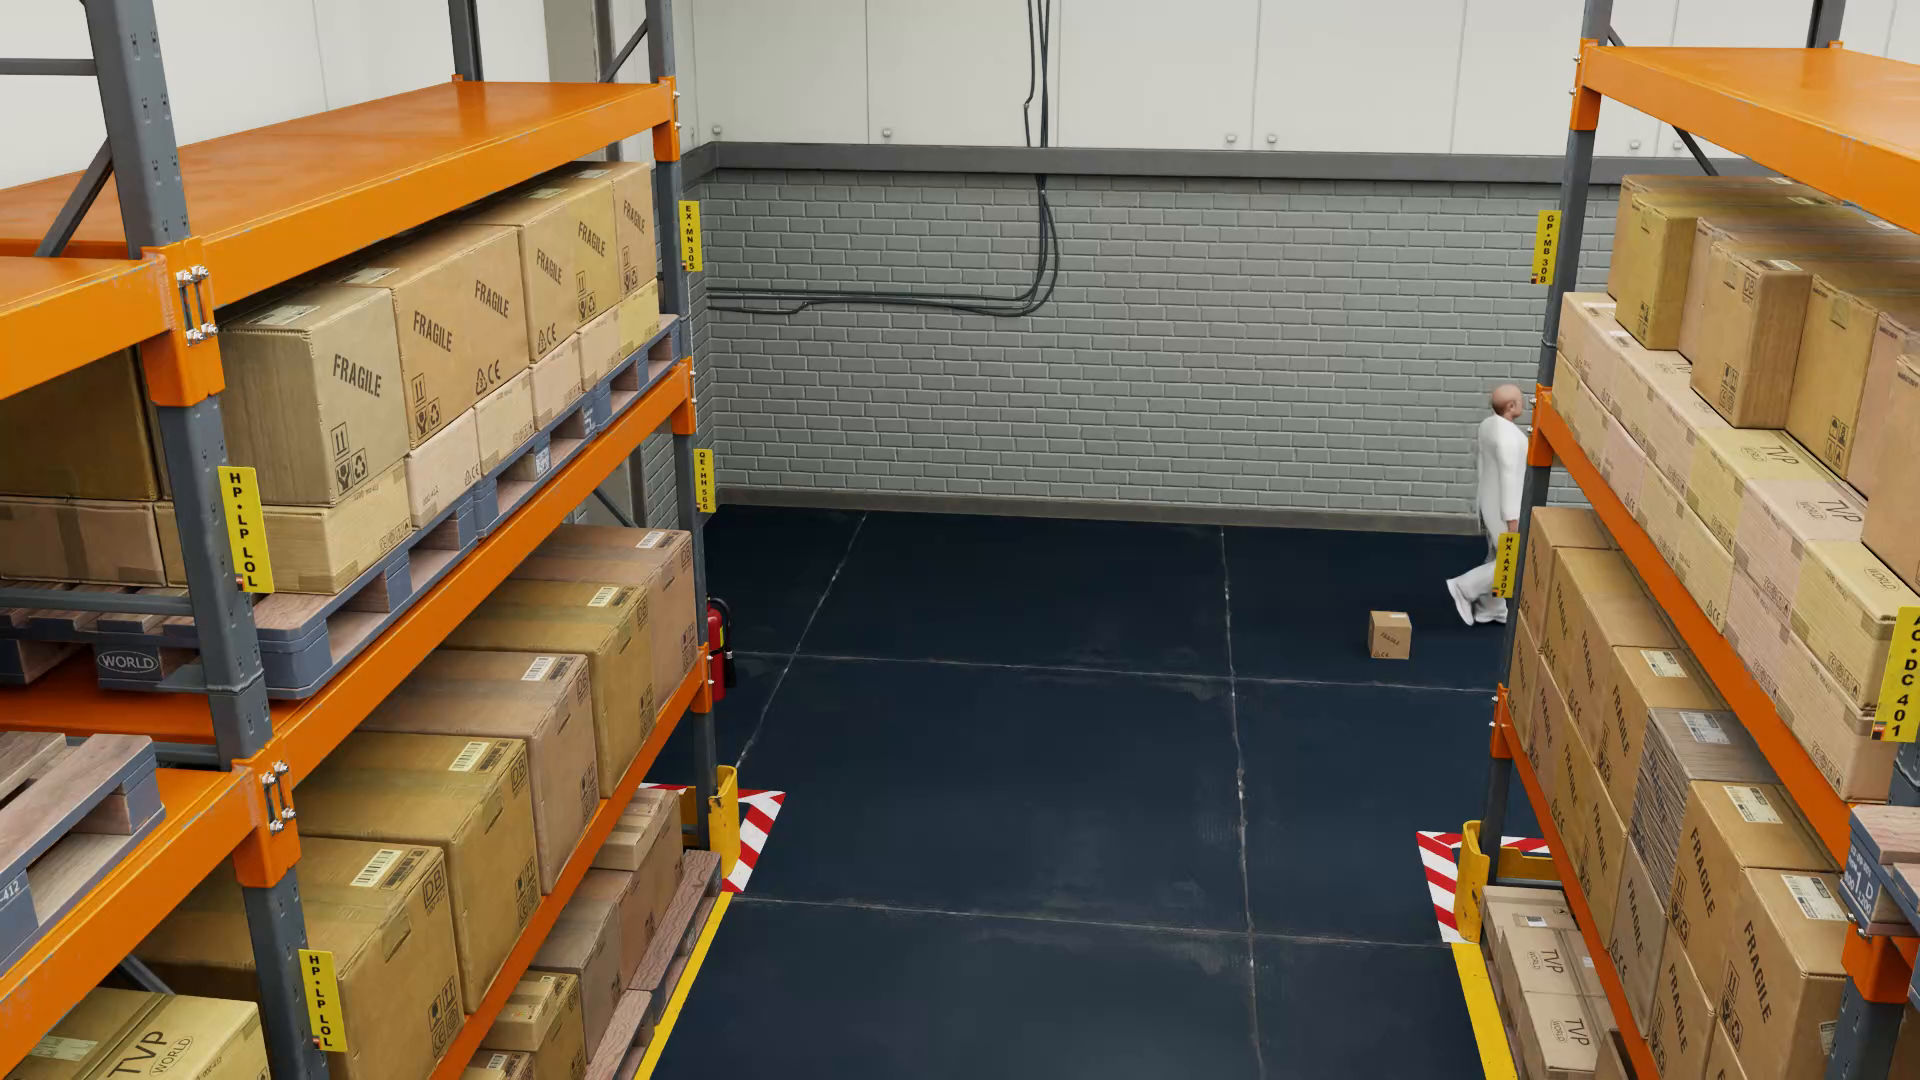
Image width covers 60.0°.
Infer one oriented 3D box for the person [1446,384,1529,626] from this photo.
[{"bbox_3d":[3.753,-0.225,11.617,0.624,1.770,0.600,1,21,2],"label":"person"}]
